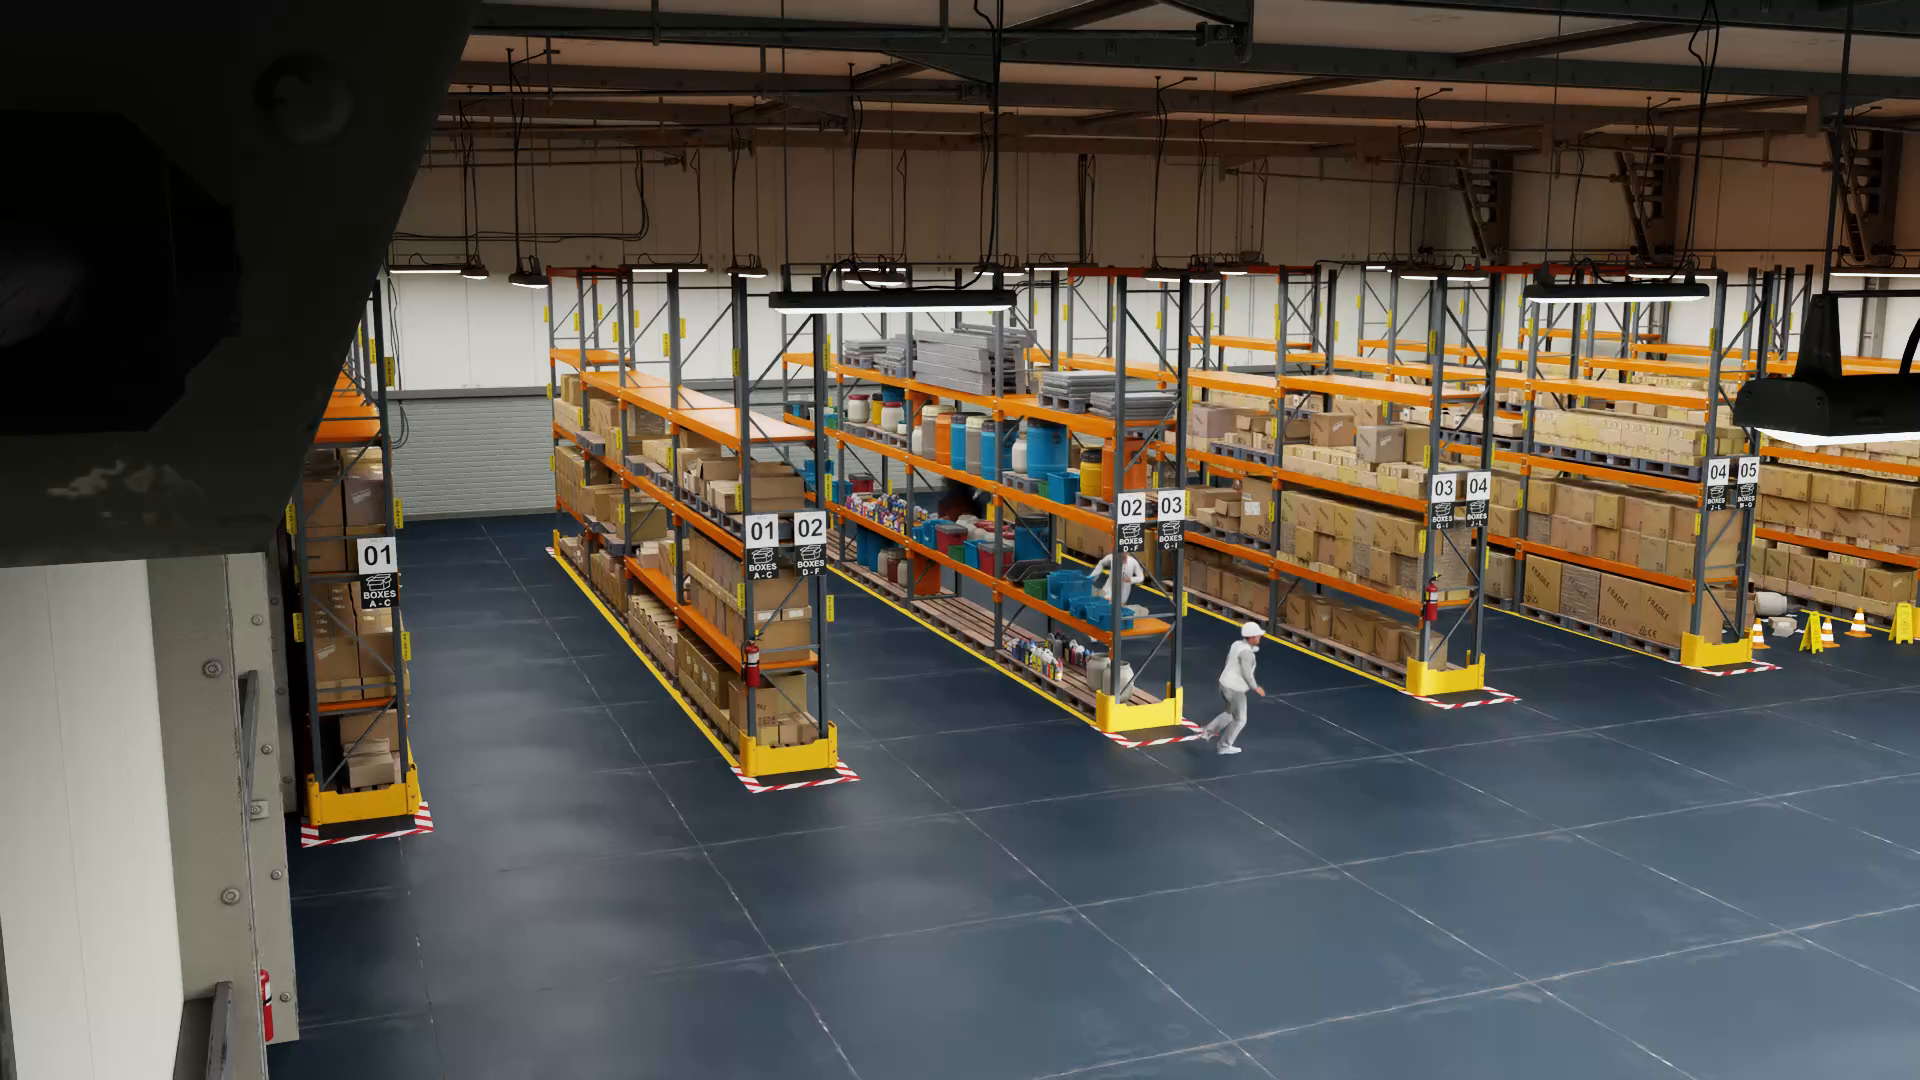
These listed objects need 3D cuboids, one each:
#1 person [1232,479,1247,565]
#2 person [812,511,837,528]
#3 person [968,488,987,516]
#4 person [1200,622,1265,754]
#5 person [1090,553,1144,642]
[{"bbox_3d":[5.547,-0.349,33.666,0.651,1.792,0.888,-4,11,-23],"label":"person"},{"bbox_3d":[-3.228,-1.057,37.982,0.709,1.636,0.627,2,10,13],"label":"person"},{"bbox_3d":[0.657,-1.430,39.477,0.991,1.764,0.679,-2,10,-13],"label":"person"},{"bbox_3d":[3.448,1.870,21.036,0.757,1.704,0.633,-1,10,-8],"label":"person"},{"bbox_3d":[2.512,0.846,26.827,0.842,1.683,0.772,-1,10,-7],"label":"person"}]
